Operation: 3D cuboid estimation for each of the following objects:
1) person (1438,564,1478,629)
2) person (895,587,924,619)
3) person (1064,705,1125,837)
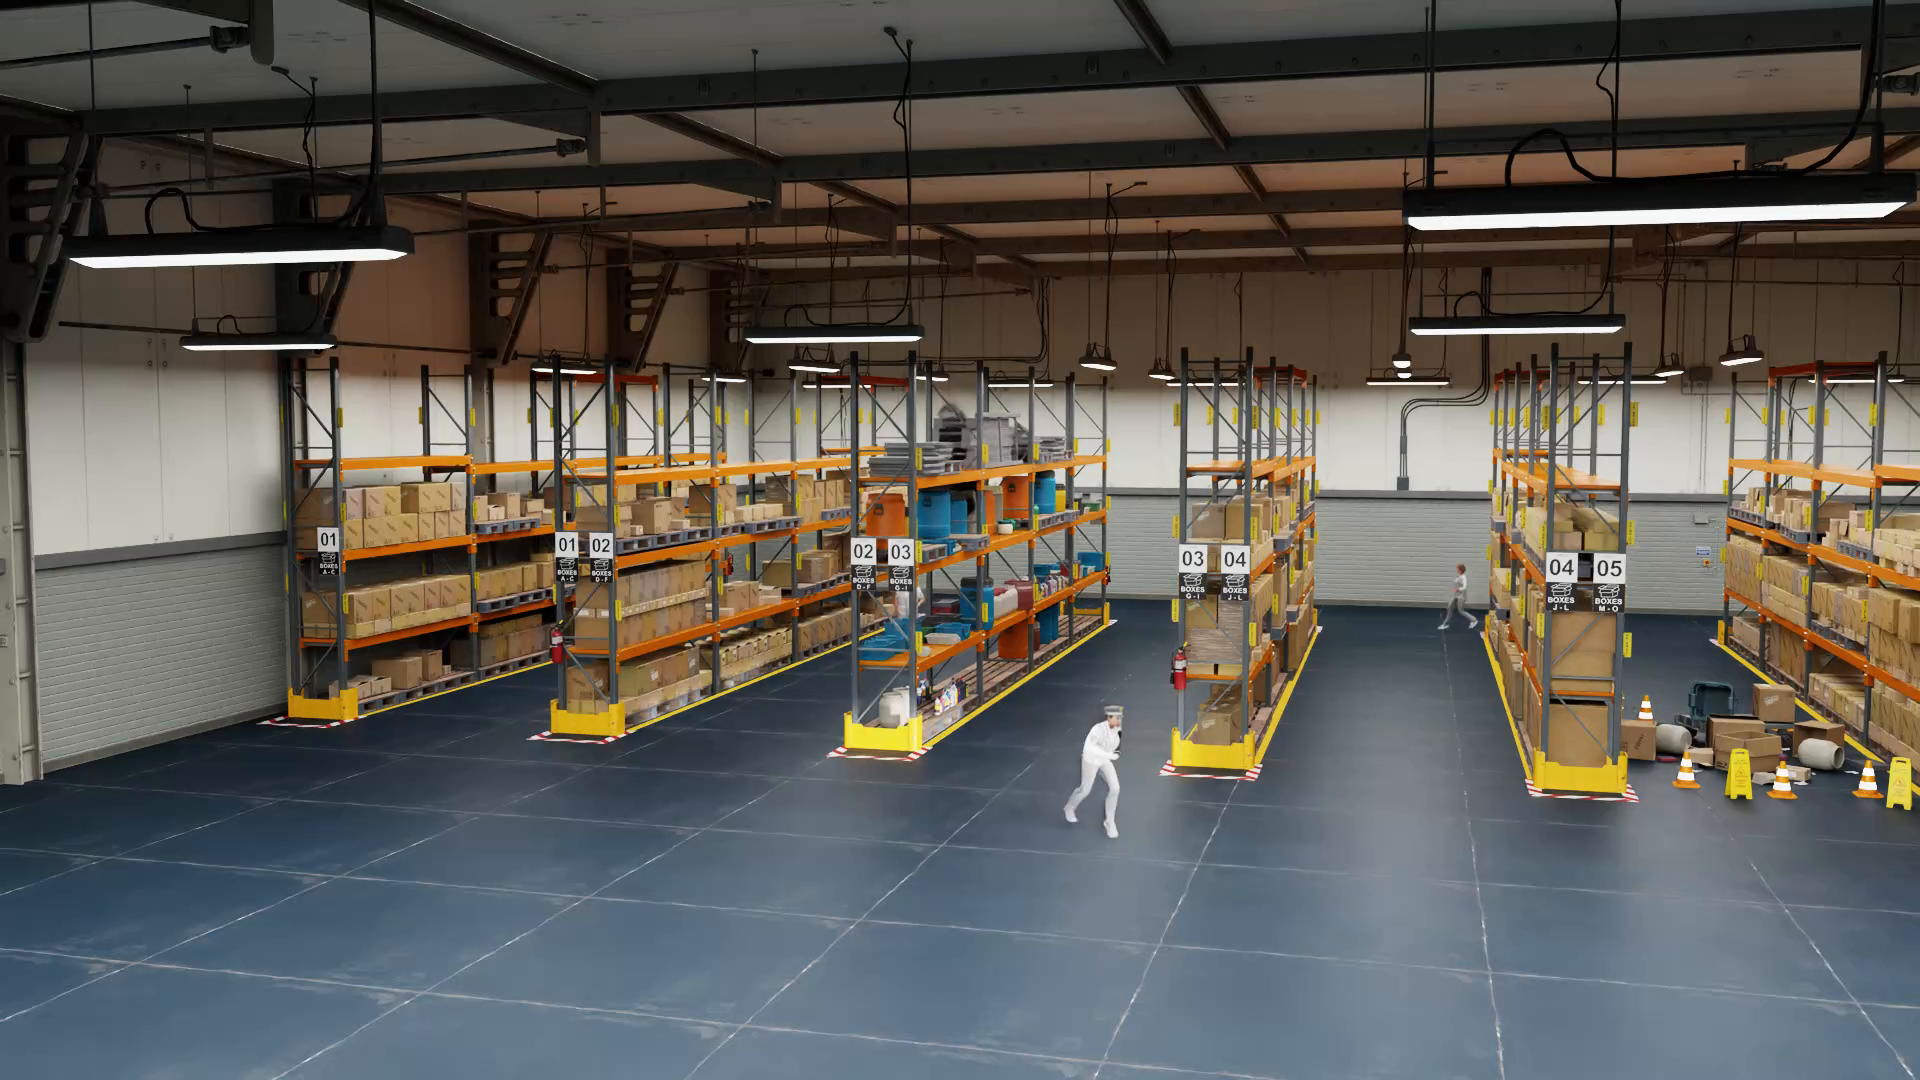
[{"bbox_3d":[11.741,1.344,39.101,0.883,1.565,0.565,0,4,0],"label":"person"},{"bbox_3d":[-1.086,1.551,35.200,0.649,1.755,0.629,1,4,10],"label":"person"},{"bbox_3d":[1.633,2.761,20.178,0.656,1.621,0.955,-4,5,-40],"label":"person"}]
